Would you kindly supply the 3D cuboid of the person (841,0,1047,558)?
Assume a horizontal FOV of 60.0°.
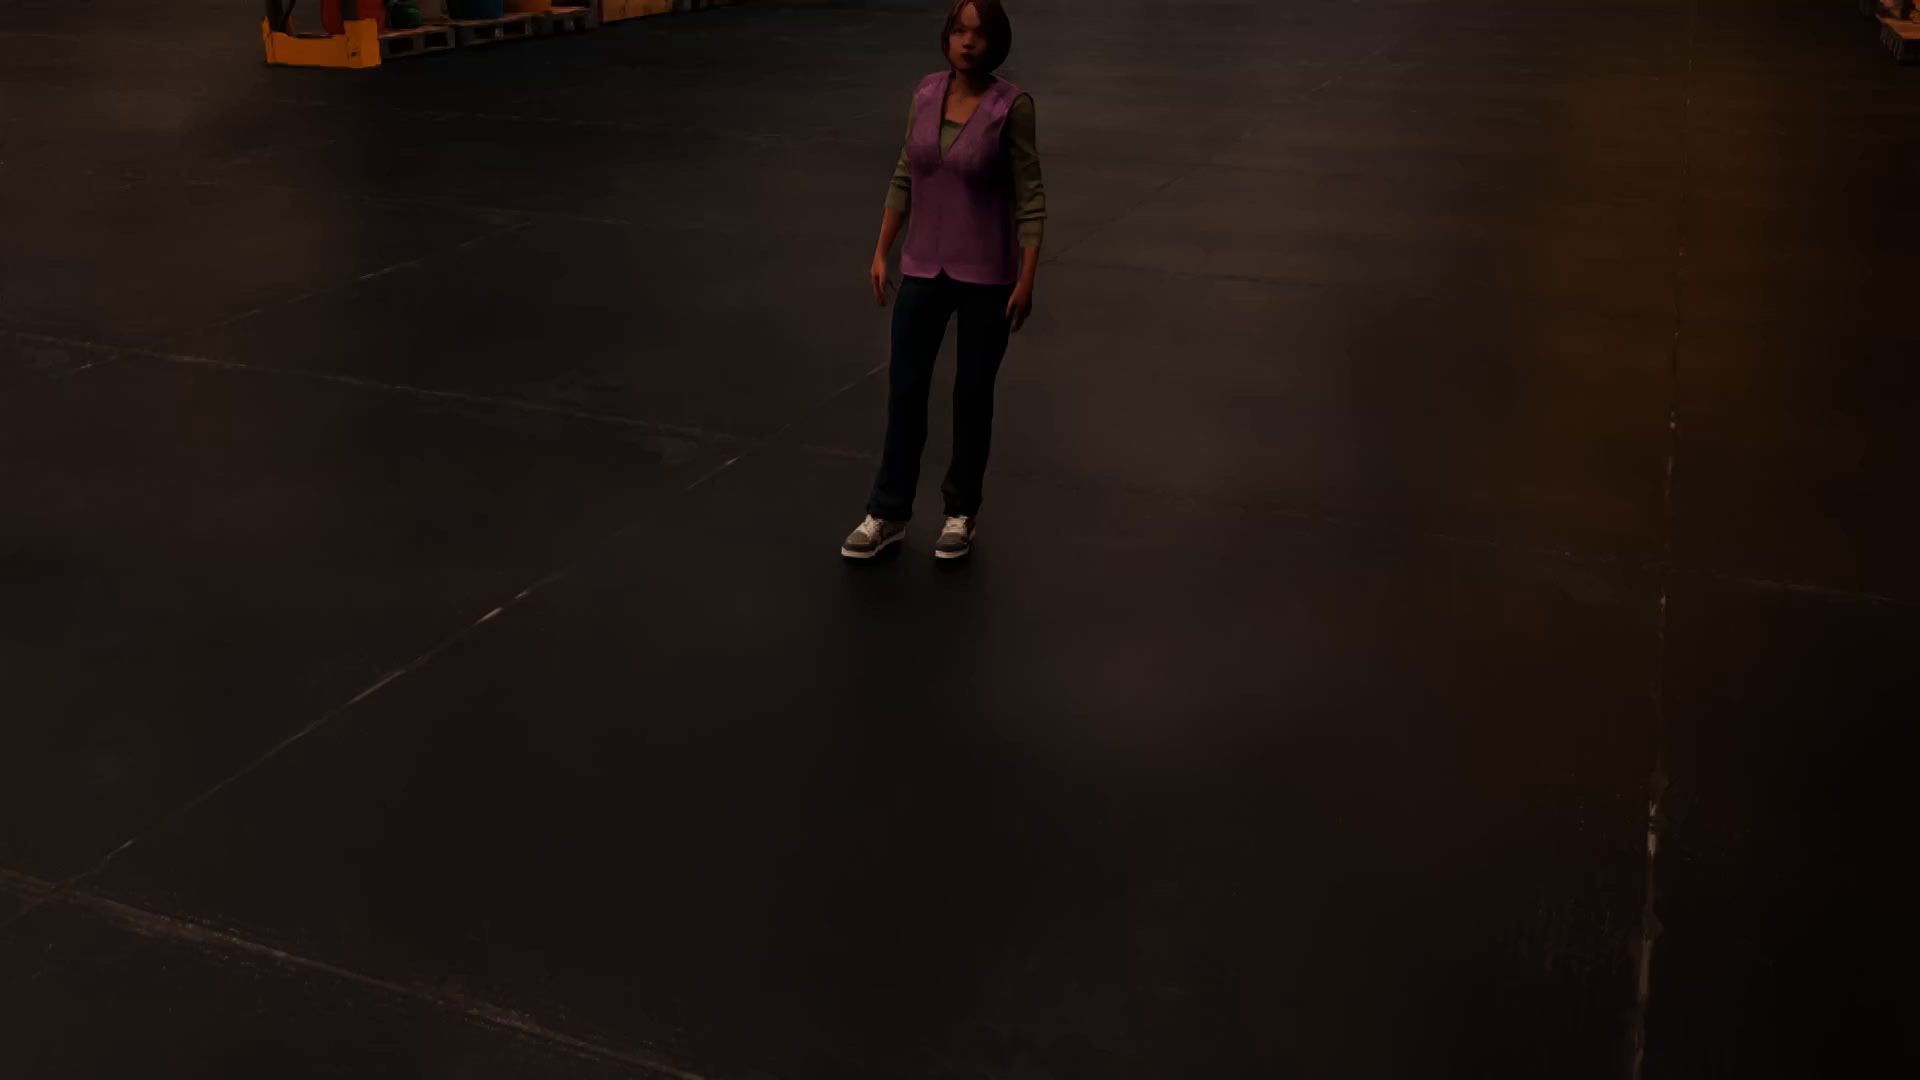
[{"bbox_3d":[-0.041,-0.719,4.724,0.520,1.597,0.474,9,24,21],"label":"person"}]
